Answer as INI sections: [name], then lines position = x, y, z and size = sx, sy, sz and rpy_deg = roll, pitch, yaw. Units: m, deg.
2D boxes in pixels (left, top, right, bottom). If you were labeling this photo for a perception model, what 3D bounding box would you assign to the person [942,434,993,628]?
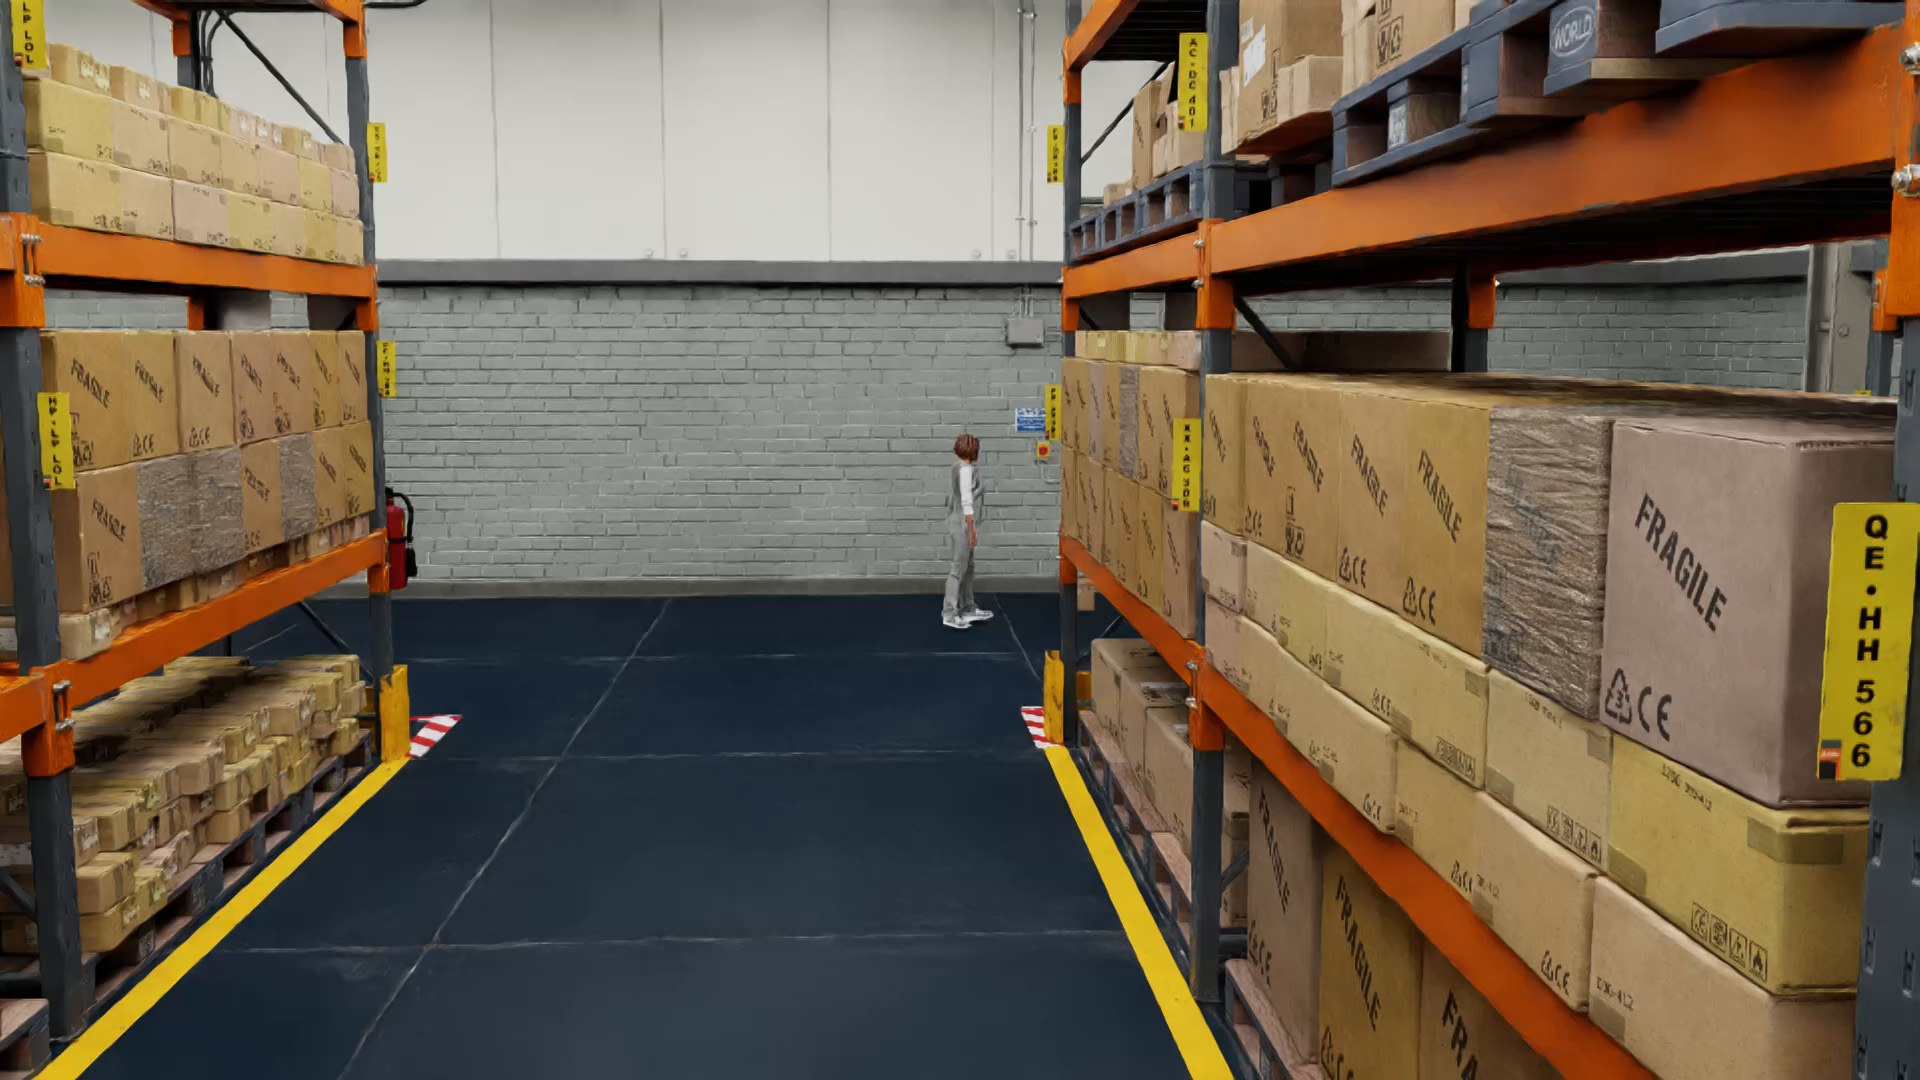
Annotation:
[person]
position = 0.068, -0.088, 13.823
size = 0.456, 1.594, 0.519
rpy_deg = -1, 7, -5
